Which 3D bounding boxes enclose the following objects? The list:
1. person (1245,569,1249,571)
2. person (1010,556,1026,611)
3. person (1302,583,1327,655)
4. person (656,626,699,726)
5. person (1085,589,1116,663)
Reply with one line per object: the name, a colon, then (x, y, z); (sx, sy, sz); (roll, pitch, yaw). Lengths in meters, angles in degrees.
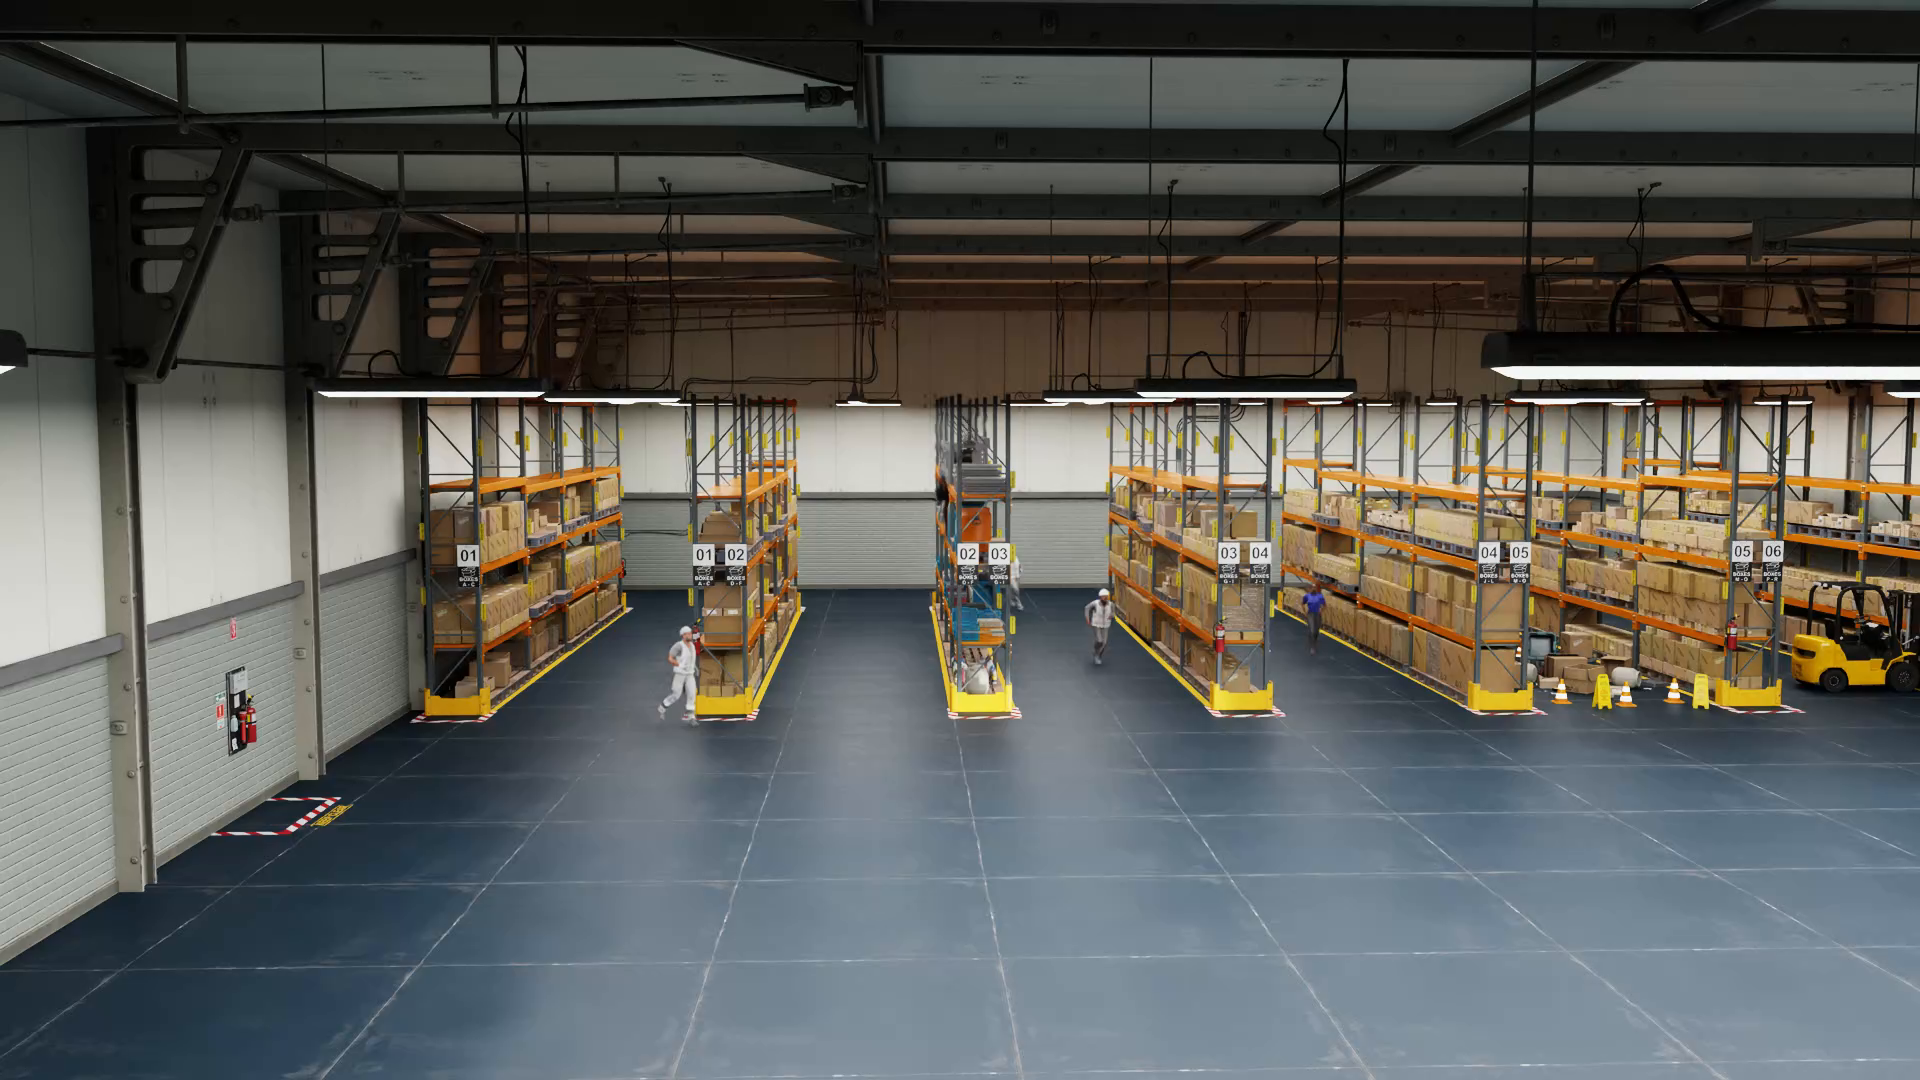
person: (7.985, 1.094, 48.026); (0.762, 1.706, 0.618); (3, 6, 36)
person: (1.505, 1.104, 47.486); (0.735, 1.787, 0.817); (-3, 6, -35)
person: (8.284, 1.816, 38.900); (0.573, 1.653, 0.859); (1, 5, 6)
person: (-4.984, 2.452, 30.204); (0.986, 1.748, 0.716); (3, 6, 37)
person: (3.180, 1.945, 37.357); (0.646, 1.698, 0.706); (-1, 5, -16)
